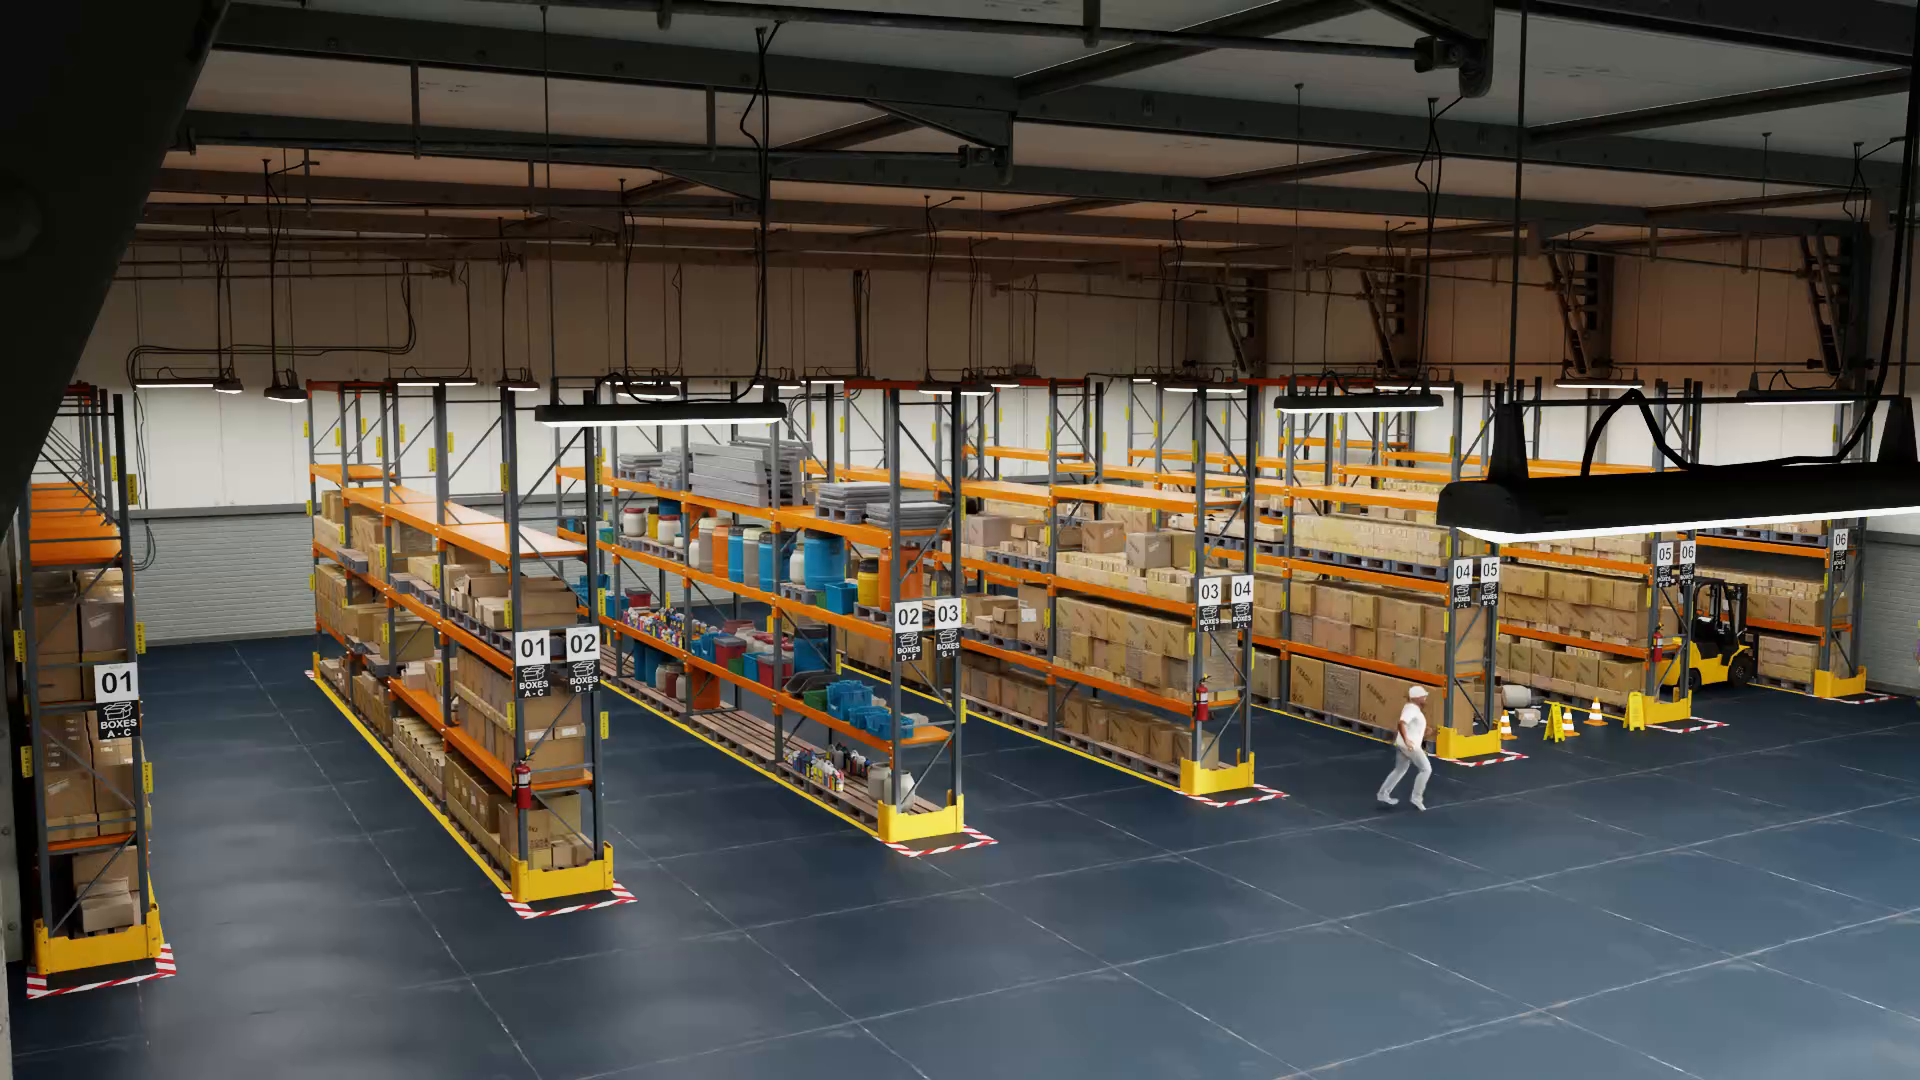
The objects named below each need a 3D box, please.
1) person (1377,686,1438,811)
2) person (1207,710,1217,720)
[{"bbox_3d":[6.391,2.972,23.633,0.861,1.814,0.626,0,6,-2],"label":"person"},{"bbox_3d":[4.264,2.354,29.857,0.600,1.681,0.918,-5,8,-41],"label":"person"}]
